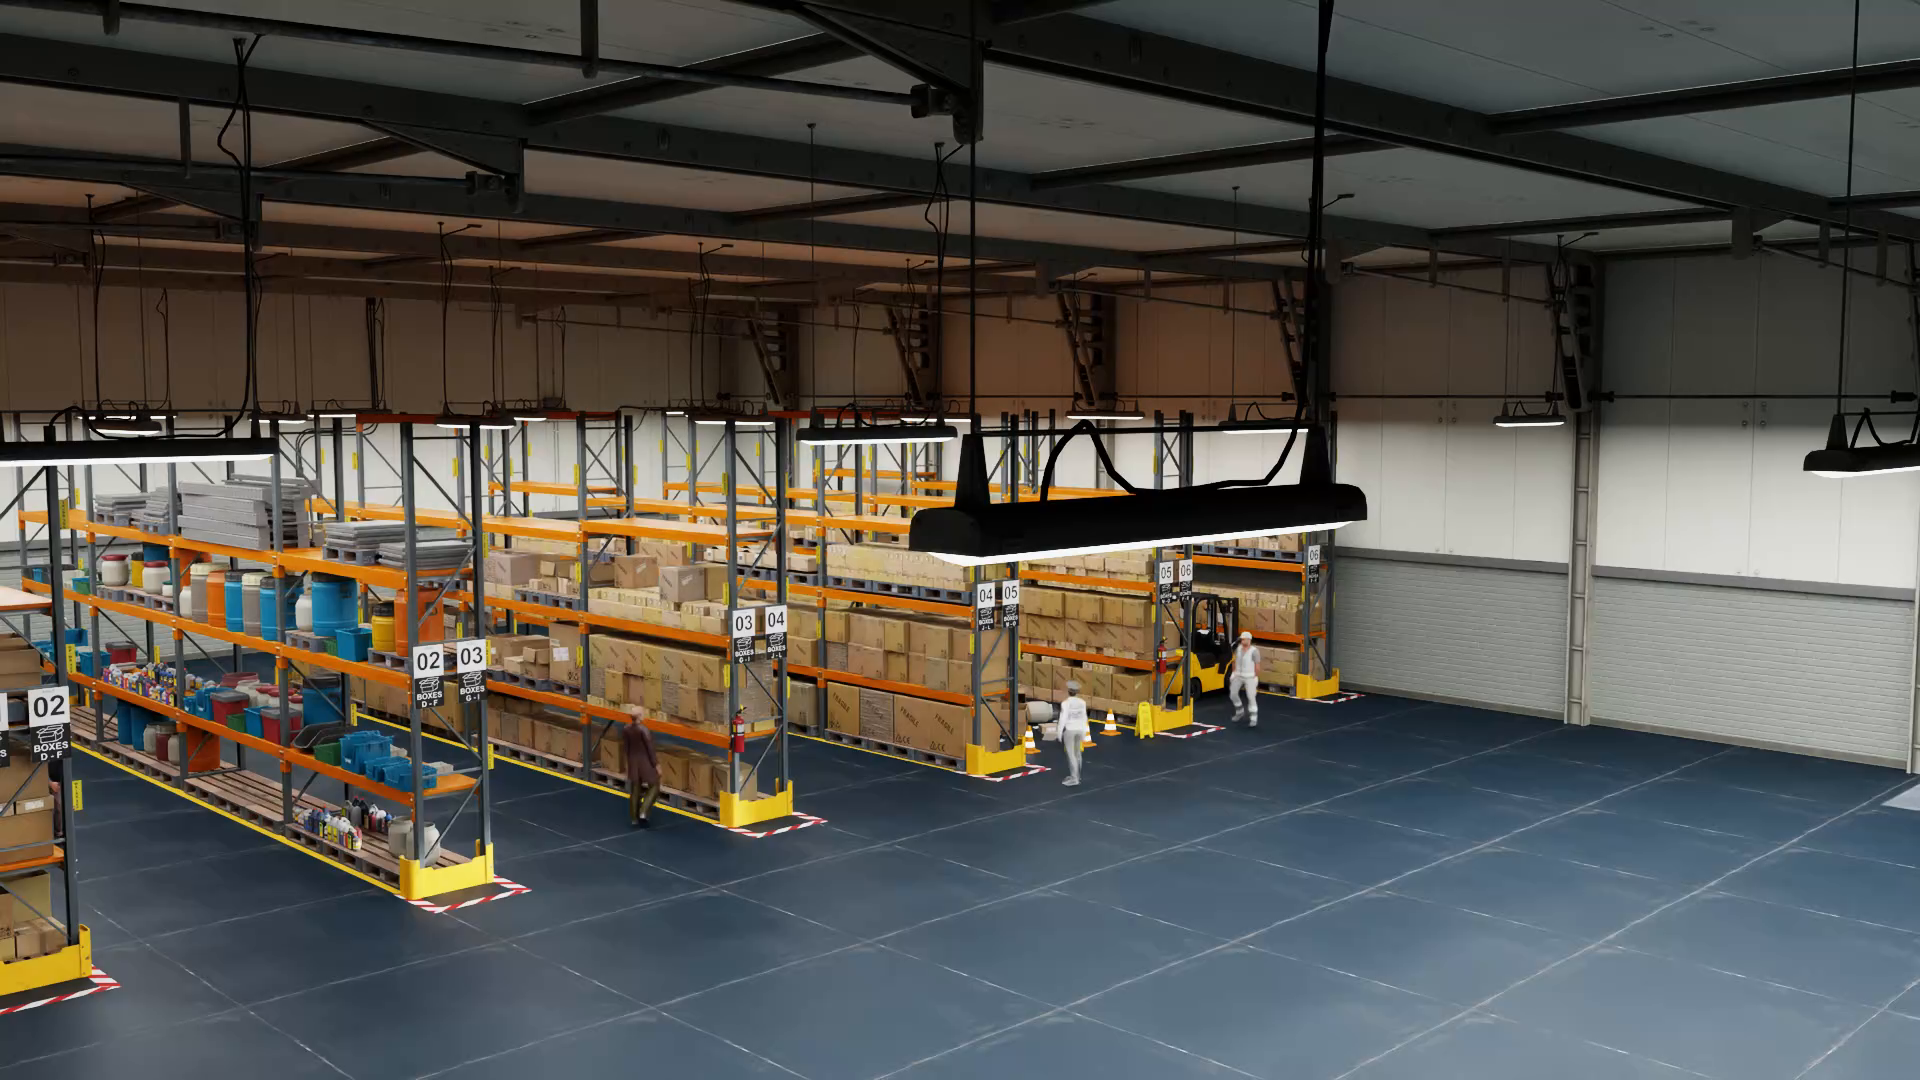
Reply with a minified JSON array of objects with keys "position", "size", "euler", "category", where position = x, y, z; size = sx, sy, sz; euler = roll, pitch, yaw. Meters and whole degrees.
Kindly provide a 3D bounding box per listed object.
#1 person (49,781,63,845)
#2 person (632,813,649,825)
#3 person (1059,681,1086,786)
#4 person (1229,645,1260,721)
[{"position":[-12.829,3.468,23.529],"size":[0.768,1.660,0.384],"euler":[4,6,39],"category":"person"},{"position":[-4.719,4.072,24.522],"size":[0.383,0.270,0.508],"euler":[1,5,17],"category":"person"},{"position":[1.808,3.133,27.116],"size":[0.480,1.700,0.497],"euler":[-3,6,-34],"category":"person"},{"position":[5.488,2.736,31.976],"size":[0.565,1.494,0.392],"euler":[4,6,38],"category":"person"}]
